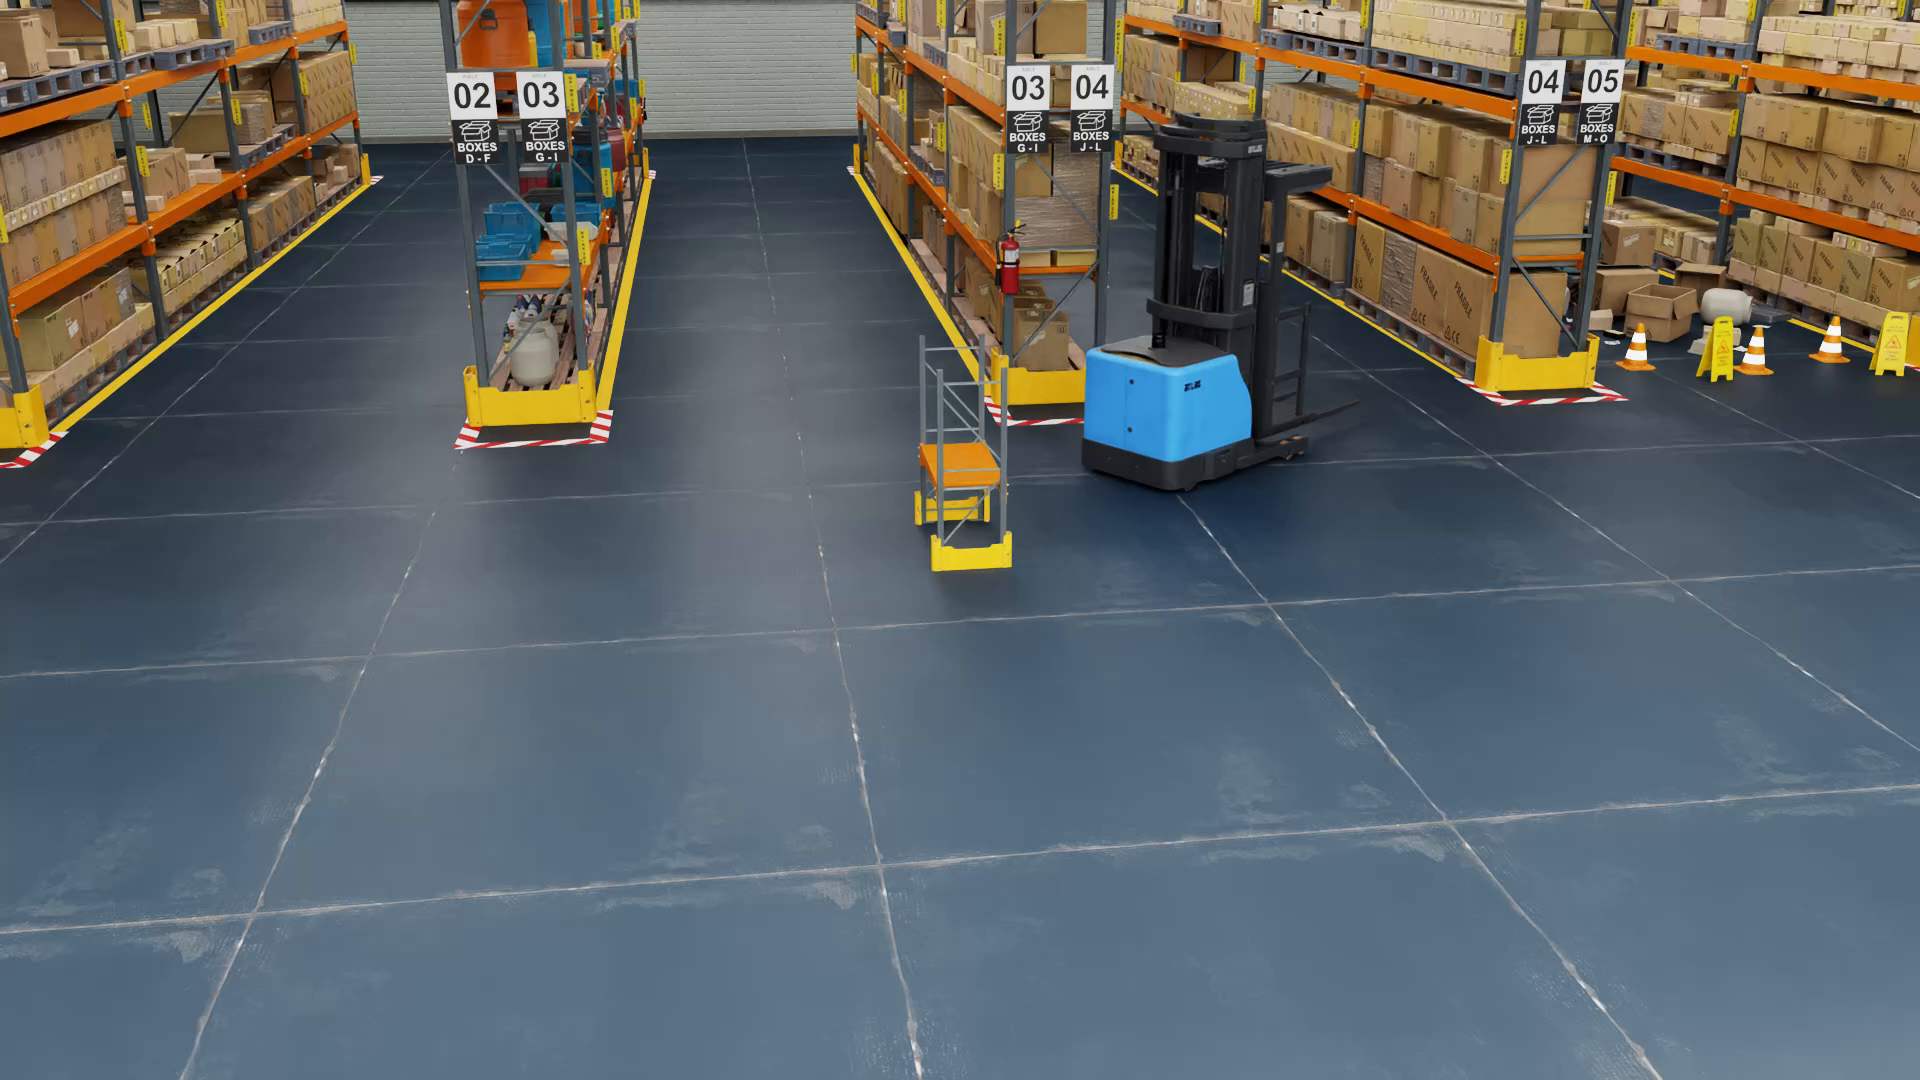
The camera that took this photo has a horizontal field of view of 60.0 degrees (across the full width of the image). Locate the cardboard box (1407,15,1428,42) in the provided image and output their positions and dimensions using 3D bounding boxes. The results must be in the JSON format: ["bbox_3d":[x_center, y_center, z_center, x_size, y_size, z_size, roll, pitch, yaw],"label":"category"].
[{"bbox_3d":[5.201,-5.560,18.075,0.500,0.250,0.500,-3,21,-8],"label":"cardboard box"}]

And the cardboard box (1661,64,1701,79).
[{"bbox_3d":[13.340,-8.796,30.698,0.500,0.500,0.500,-2,21,-6],"label":"cardboard box"}]

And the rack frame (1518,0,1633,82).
[{"bbox_3d":[5.836,-5.800,15.385,1.000,3.000,0.127,-3,21,-8],"label":"rack frame"}]

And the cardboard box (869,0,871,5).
[{"bbox_3d":[-1.181,-9.455,28.572,0.700,0.500,0.500,-4,21,-11],"label":"cardboard box"}]

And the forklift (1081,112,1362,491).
[{"bbox_3d":[2.450,-2.196,14.408,3.031,2.935,1.130,-19,27,-40],"label":"forklift"}]

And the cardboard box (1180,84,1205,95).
[{"bbox_3d":[3.754,-7.247,26.740,0.380,0.149,0.250,-2,21,-6],"label":"cardboard box"}]

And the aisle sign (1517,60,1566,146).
[{"bbox_3d":[5.550,-4.168,15.873,0.394,0.787,0.004,-3,21,-8],"label":"aisle sign"}]

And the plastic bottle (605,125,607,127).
[{"bbox_3d":[-5.283,-6.059,24.834,0.097,0.271,0.097,0,20,0],"label":"plastic bottle"}]

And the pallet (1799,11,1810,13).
[{"bbox_3d":[13.926,-8.769,27.888,1.213,0.211,1.003,-3,21,-8],"label":"pallet"}]

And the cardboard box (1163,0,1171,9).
[{"bbox_3d":[3.725,-9.042,27.850,0.500,0.250,0.500,-4,21,-10],"label":"cardboard box"}]

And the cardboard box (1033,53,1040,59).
[{"bbox_3d":[0.949,-4.856,16.787,0.380,0.149,0.250,-4,21,-10],"label":"cardboard box"}]

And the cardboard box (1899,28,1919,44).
[{"bbox_3d":[10.311,-5.392,17.798,0.380,0.149,0.250,-3,21,-8],"label":"cardboard box"}]

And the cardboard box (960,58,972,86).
[{"bbox_3d":[0.291,-4.970,17.664,0.500,0.250,0.500,-4,21,-10],"label":"cardboard box"}]

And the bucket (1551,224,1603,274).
[{"bbox_3d":[7.561,-3.623,20.634,0.726,0.611,0.620,4,11,11],"label":"bucket"}]

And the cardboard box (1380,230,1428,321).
[{"bbox_3d":[5.415,-3.043,19.013,0.875,0.875,0.875,-3,21,-7],"label":"cardboard box"}]

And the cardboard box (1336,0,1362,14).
[{"bbox_3d":[5.211,-6.868,21.644,0.500,0.500,0.500,-3,21,-8],"label":"cardboard box"}]

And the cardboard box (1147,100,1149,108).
[{"bbox_3d":[3.528,-7.746,29.527,0.380,0.149,0.250,-2,21,-6],"label":"cardboard box"}]

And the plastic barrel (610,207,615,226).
[{"bbox_3d":[-5.391,-4.921,24.452,0.600,0.588,0.708,-3,21,-8],"label":"plastic barrel"}]

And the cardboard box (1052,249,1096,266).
[{"bbox_3d":[1.108,-2.768,16.199,0.380,0.149,0.250,-3,21,-8],"label":"cardboard box"}]

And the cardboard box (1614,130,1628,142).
[{"bbox_3d":[9.450,-5.709,23.472,0.380,0.149,0.250,-3,21,-7],"label":"cardboard box"}]

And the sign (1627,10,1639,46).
[{"bbox_3d":[6.386,-4.868,15.812,0.100,0.325,0.005,-3,21,-8],"label":"sign"}]

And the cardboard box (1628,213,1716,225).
[{"bbox_3d":[9.856,-4.296,23.087,0.950,0.372,0.625,-2,21,-6],"label":"cardboard box"}]

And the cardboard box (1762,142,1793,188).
[{"bbox_3d":[10.026,-4.507,19.927,0.500,0.500,0.500,-3,21,-8],"label":"cardboard box"}]

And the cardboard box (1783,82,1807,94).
[{"bbox_3d":[13.938,-7.295,27.217,0.700,0.500,0.500,-3,21,-8],"label":"cardboard box"}]

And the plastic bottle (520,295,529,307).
[{"bbox_3d":[-4.859,-2.575,18.480,0.144,0.351,0.185,-2,21,-6],"label":"plastic bottle"}]

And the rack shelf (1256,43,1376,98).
[{"bbox_3d":[4.971,-6.136,21.597,1.077,0.370,4.000,-3,21,-8],"label":"rack shelf"}]

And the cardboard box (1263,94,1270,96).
[{"bbox_3d":[4.657,-6.651,25.144,0.380,0.149,0.250,-2,21,-5],"label":"cardboard box"}]

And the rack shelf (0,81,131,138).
[{"bbox_3d":[-9.178,-4.037,15.979,1.077,0.370,4.000,-3,21,-8],"label":"rack shelf"}]

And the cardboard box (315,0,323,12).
[{"bbox_3d":[-10.651,-8.701,26.938,0.500,0.250,0.500,-3,21,-8],"label":"cardboard box"}]

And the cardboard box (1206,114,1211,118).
[{"bbox_3d":[3.977,-6.431,25.406,0.380,0.149,0.250,-2,21,-6],"label":"cardboard box"}]

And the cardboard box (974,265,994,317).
[{"bbox_3d":[0.445,-2.847,19.024,0.500,0.500,0.500,4,21,9],"label":"cardboard box"}]

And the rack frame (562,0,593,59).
[{"bbox_3d":[-4.564,-6.720,17.848,1.000,3.000,0.127,-3,21,-8],"label":"rack frame"}]

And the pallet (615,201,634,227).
[{"bbox_3d":[-5.647,-5.104,26.081,1.003,0.211,1.213,-3,21,-8],"label":"pallet"}]

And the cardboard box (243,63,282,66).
[{"bbox_3d":[-11.025,-7.286,26.364,0.500,0.500,0.500,-3,21,-9],"label":"cardboard box"}]

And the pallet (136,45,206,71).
[{"bbox_3d":[-9.693,-5.746,19.795,1.003,0.211,1.213,-2,21,-5],"label":"pallet"}]

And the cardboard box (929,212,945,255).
[{"bbox_3d":[-0.031,-4.157,22.504,0.700,0.500,0.500,-5,21,-12],"label":"cardboard box"}]

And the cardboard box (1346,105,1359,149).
[{"bbox_3d":[5.182,-5.062,20.409,0.700,0.500,0.500,-3,21,-9],"label":"cardboard box"}]

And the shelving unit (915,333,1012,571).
[{"bbox_3d":[0.011,-0.676,12.383,0.587,1.500,1.083,-3,21,-8],"label":"shelving unit"}]

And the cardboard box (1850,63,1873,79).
[{"bbox_3d":[10.126,-5.201,18.426,0.380,0.149,0.250,-3,21,-8],"label":"cardboard box"}]

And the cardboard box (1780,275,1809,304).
[{"bbox_3d":[10.129,-2.982,19.744,0.500,0.250,0.500,-3,21,-8],"label":"cardboard box"}]

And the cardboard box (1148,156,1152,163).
[{"bbox_3d":[3.600,-6.885,29.912,0.380,0.149,0.250,-2,21,-5],"label":"cardboard box"}]

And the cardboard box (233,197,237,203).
[{"bbox_3d":[-10.484,-4.573,23.616,0.500,0.500,0.500,-4,21,-10],"label":"cardboard box"}]

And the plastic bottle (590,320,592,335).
[{"bbox_3d":[-4.048,-2.322,18.018,0.097,0.201,0.097,0,20,0],"label":"plastic bottle"}]

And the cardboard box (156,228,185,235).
[{"bbox_3d":[-10.174,-3.840,21.239,0.500,0.311,0.500,-3,21,-9],"label":"cardboard box"}]

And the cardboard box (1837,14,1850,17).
[{"bbox_3d":[14.018,-8.144,26.160,0.500,0.250,0.500,-3,21,-8],"label":"cardboard box"}]

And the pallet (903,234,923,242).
[{"bbox_3d":[-0.279,-4.515,24.503,1.003,0.211,1.213,-3,21,-8],"label":"pallet"}]

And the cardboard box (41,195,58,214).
[{"bbox_3d":[-8.921,-3.220,15.979,0.380,0.149,0.250,-3,21,-8],"label":"cardboard box"}]

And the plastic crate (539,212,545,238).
[{"bbox_3d":[-4.648,-3.326,17.638,0.450,0.188,0.662,-3,21,-8],"label":"plastic crate"}]

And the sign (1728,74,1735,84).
[{"bbox_3d":[13.366,-8.057,28.762,0.100,0.325,0.005,-3,21,-8],"label":"sign"}]

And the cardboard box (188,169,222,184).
[{"bbox_3d":[-9.640,-4.631,21.188,0.380,0.149,0.250,-3,21,-8],"label":"cardboard box"}]

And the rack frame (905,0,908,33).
[{"bbox_3d":[-0.240,-8.355,22.225,1.000,3.000,0.127,-3,21,-8],"label":"rack frame"}]

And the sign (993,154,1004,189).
[{"bbox_3d":[0.361,-3.444,15.544,0.100,0.325,0.005,-3,21,-8],"label":"sign"}]

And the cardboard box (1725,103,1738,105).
[{"bbox_3d":[10.229,-5.564,22.159,0.500,0.500,0.500,-3,21,-8],"label":"cardboard box"}]

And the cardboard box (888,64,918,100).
[{"bbox_3d":[-0.716,-7.226,26.198,0.797,0.503,0.637,-3,21,-9],"label":"cardboard box"}]

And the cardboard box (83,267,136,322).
[{"bbox_3d":[-9.123,-2.598,17.643,0.500,0.500,0.500,-3,21,-8],"label":"cardboard box"}]

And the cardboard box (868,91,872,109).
[{"bbox_3d":[-1.290,-7.494,28.283,0.500,0.250,0.500,-2,21,-7],"label":"cardboard box"}]

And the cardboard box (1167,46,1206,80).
[{"bbox_3d":[3.771,-7.948,27.713,0.500,0.500,0.500,-4,21,-10],"label":"cardboard box"}]

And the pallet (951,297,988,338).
[{"bbox_3d":[0.469,-2.623,19.436,1.003,0.211,1.213,-3,21,-8],"label":"pallet"}]
